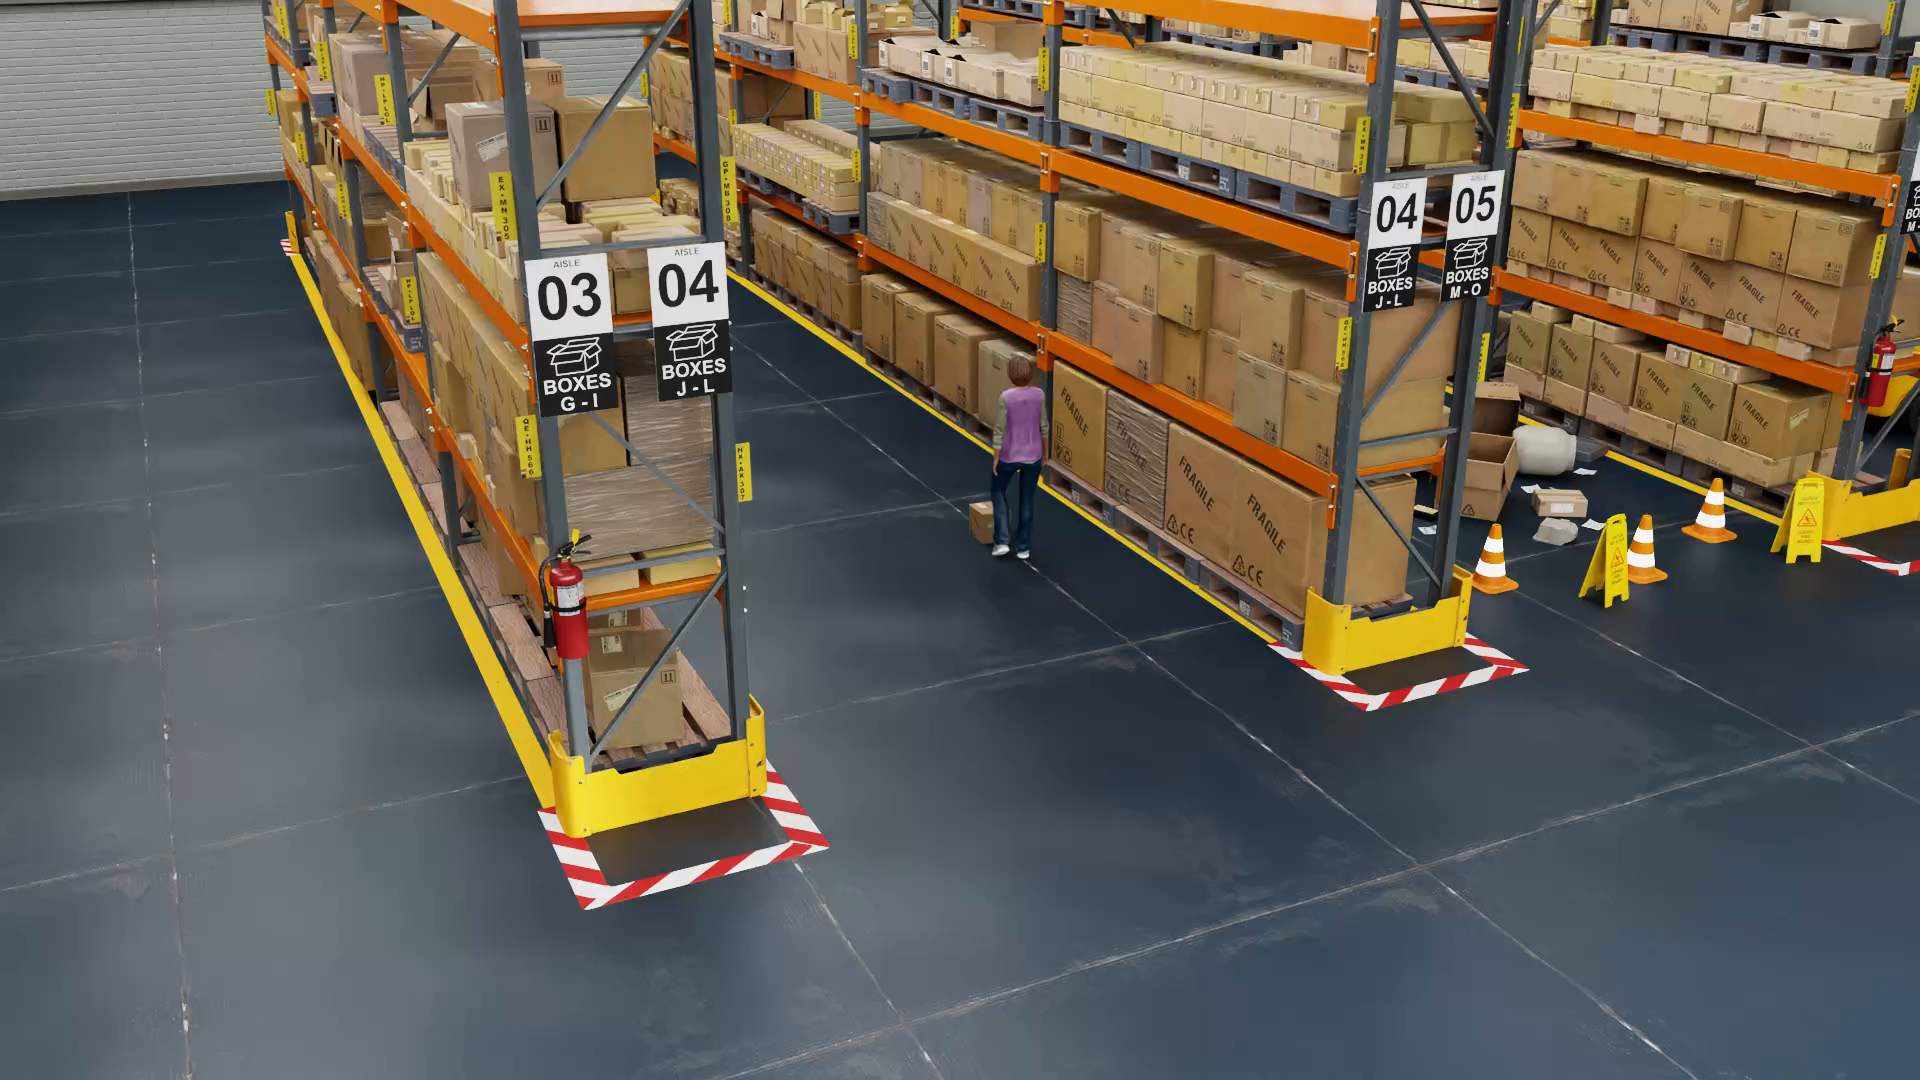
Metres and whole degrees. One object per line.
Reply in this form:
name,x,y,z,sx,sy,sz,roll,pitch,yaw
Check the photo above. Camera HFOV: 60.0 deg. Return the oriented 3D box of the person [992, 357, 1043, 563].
person,0.424,-0.596,12.441,0.406,1.597,0.312,-10,24,-22
